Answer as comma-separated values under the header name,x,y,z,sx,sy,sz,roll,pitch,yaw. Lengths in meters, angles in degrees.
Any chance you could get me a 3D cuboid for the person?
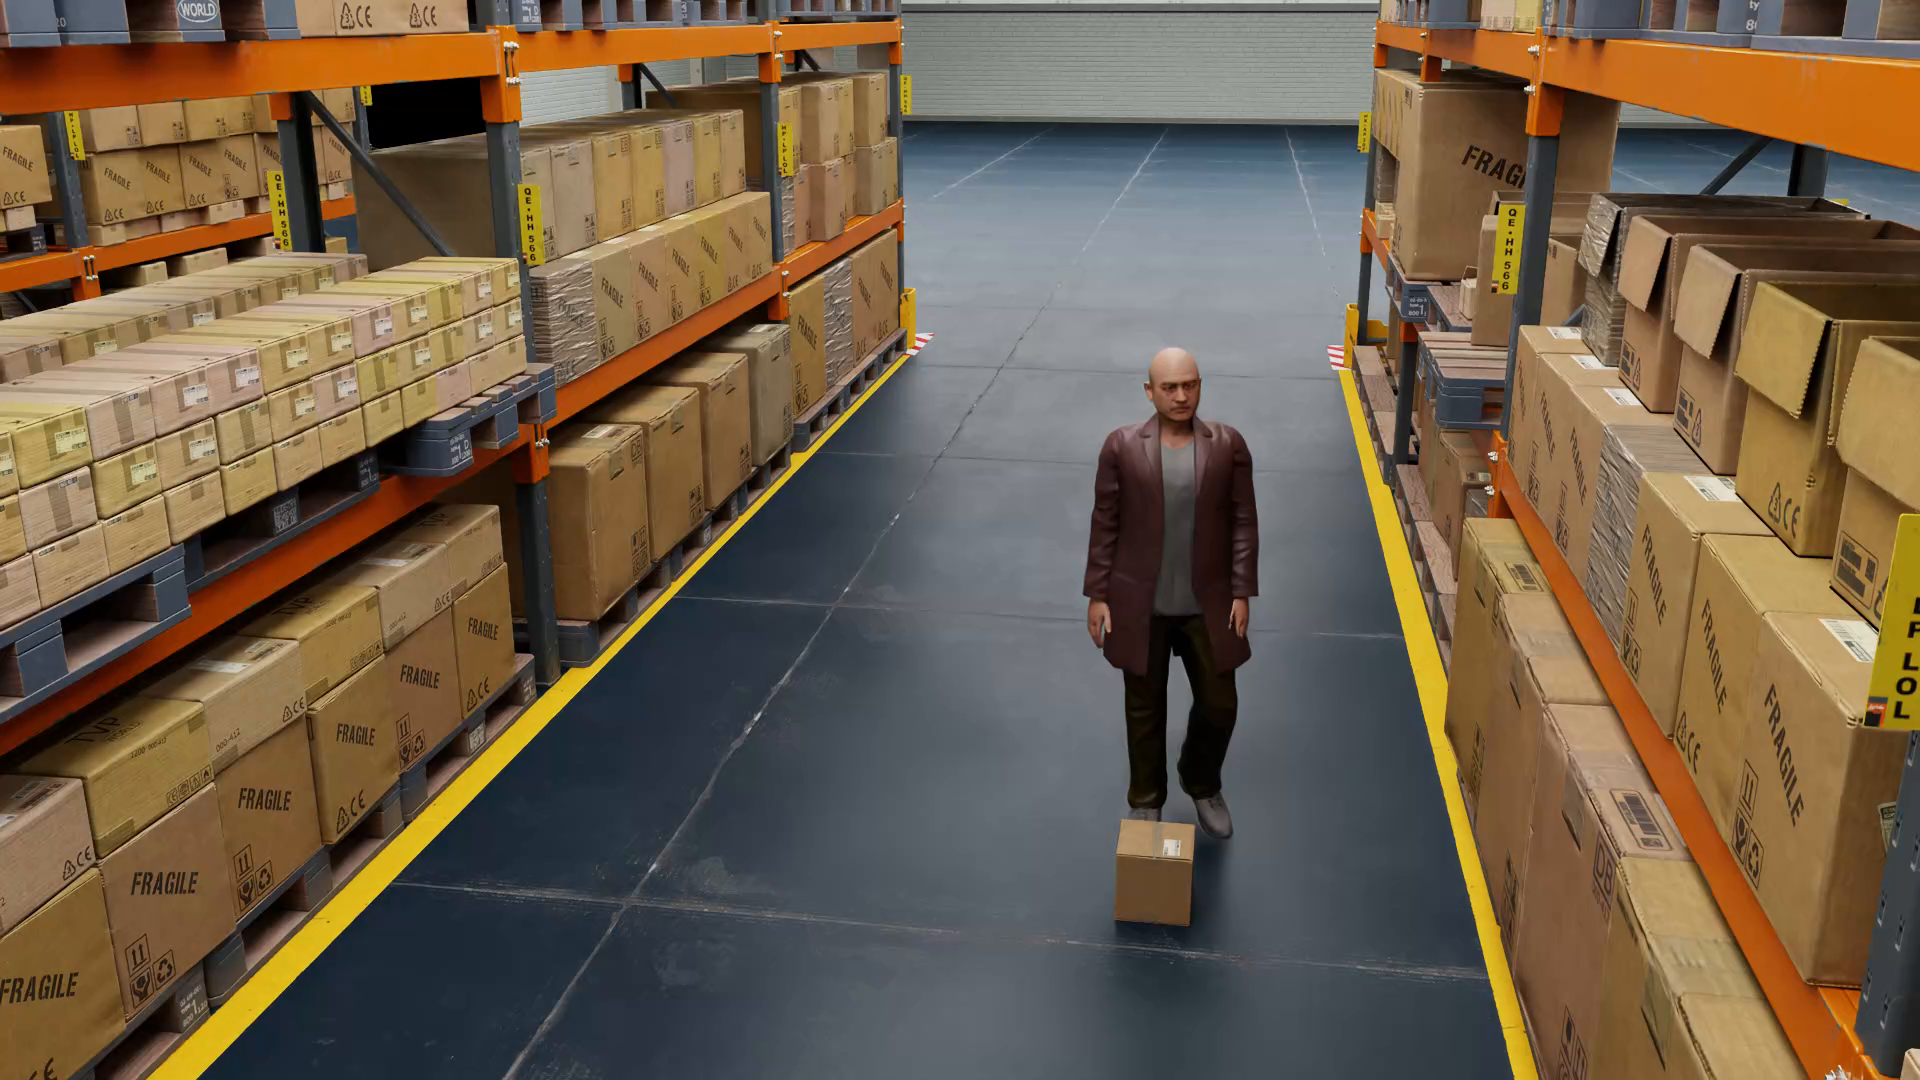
name,x,y,z,sx,sy,sz,roll,pitch,yaw
person,0.738,0.209,5.868,0.616,1.779,0.494,1,18,4
